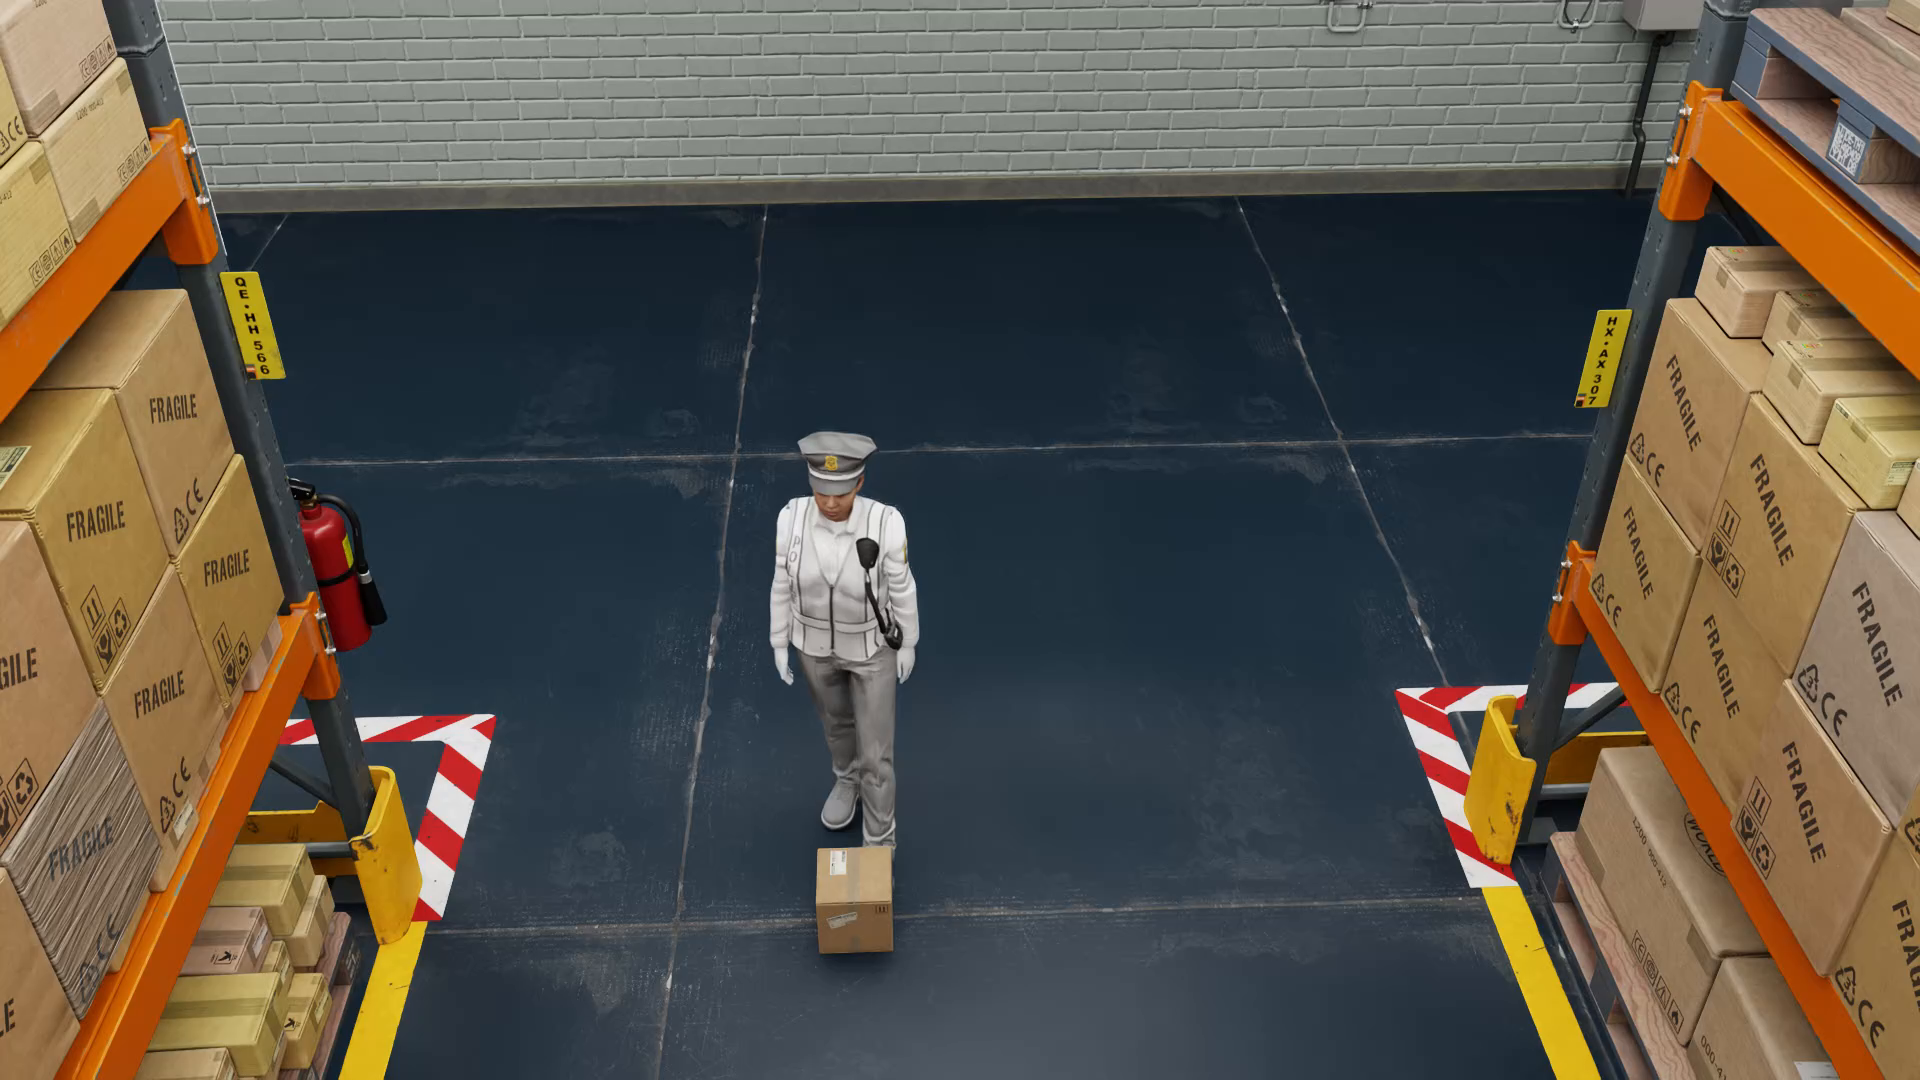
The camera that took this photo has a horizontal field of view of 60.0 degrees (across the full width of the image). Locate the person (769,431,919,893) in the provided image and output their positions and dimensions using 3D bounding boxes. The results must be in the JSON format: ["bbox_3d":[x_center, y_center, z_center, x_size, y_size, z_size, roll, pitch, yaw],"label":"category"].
[{"bbox_3d":[-0.416,0.407,5.545,0.497,1.672,0.631,7,36,10],"label":"person"}]
